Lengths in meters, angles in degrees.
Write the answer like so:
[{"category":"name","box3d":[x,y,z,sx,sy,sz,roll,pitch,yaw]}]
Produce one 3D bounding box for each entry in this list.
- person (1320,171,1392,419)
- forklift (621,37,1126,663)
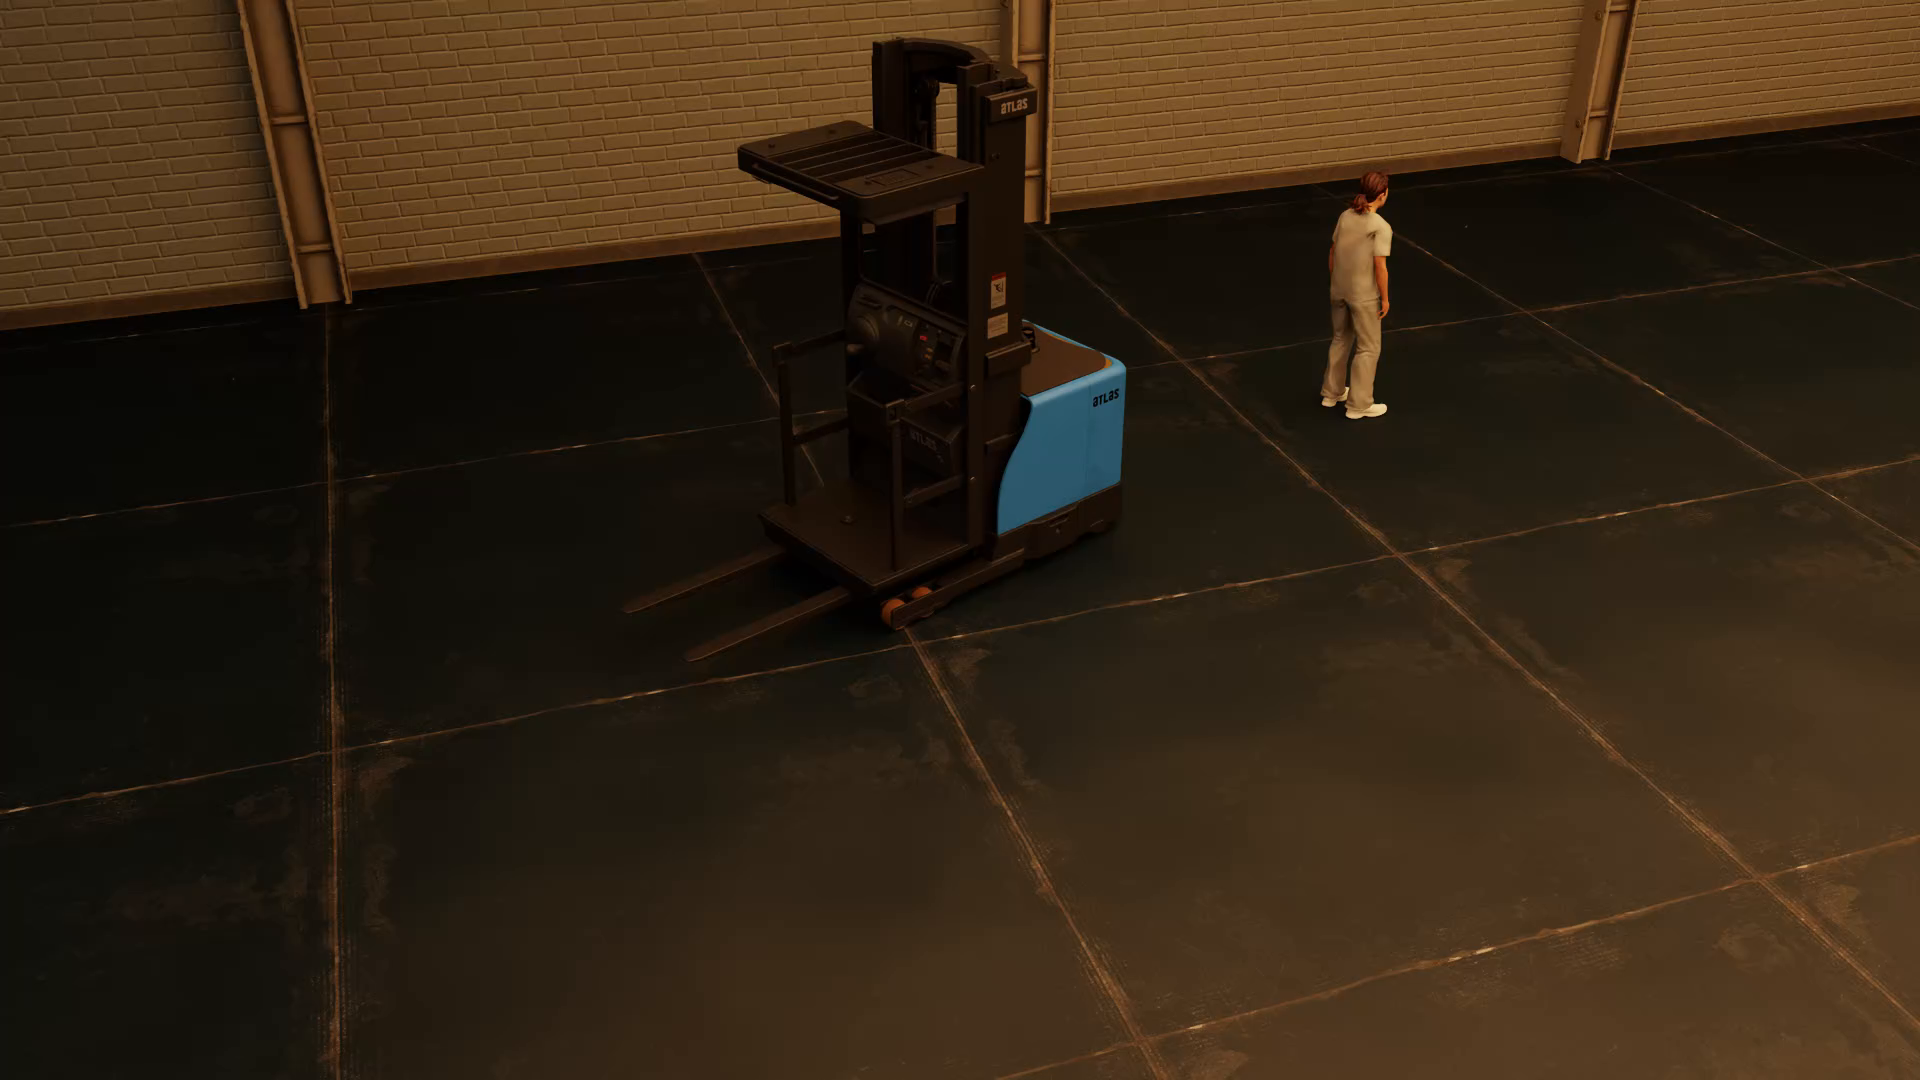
[{"category":"person","box3d":[2.696,-1.657,11.231,0.365,1.671,0.507,-20,36,-31]},{"category":"forklift","box3d":[-0.461,-1.072,8.951,3.031,2.935,1.130,-23,37,-34]}]
